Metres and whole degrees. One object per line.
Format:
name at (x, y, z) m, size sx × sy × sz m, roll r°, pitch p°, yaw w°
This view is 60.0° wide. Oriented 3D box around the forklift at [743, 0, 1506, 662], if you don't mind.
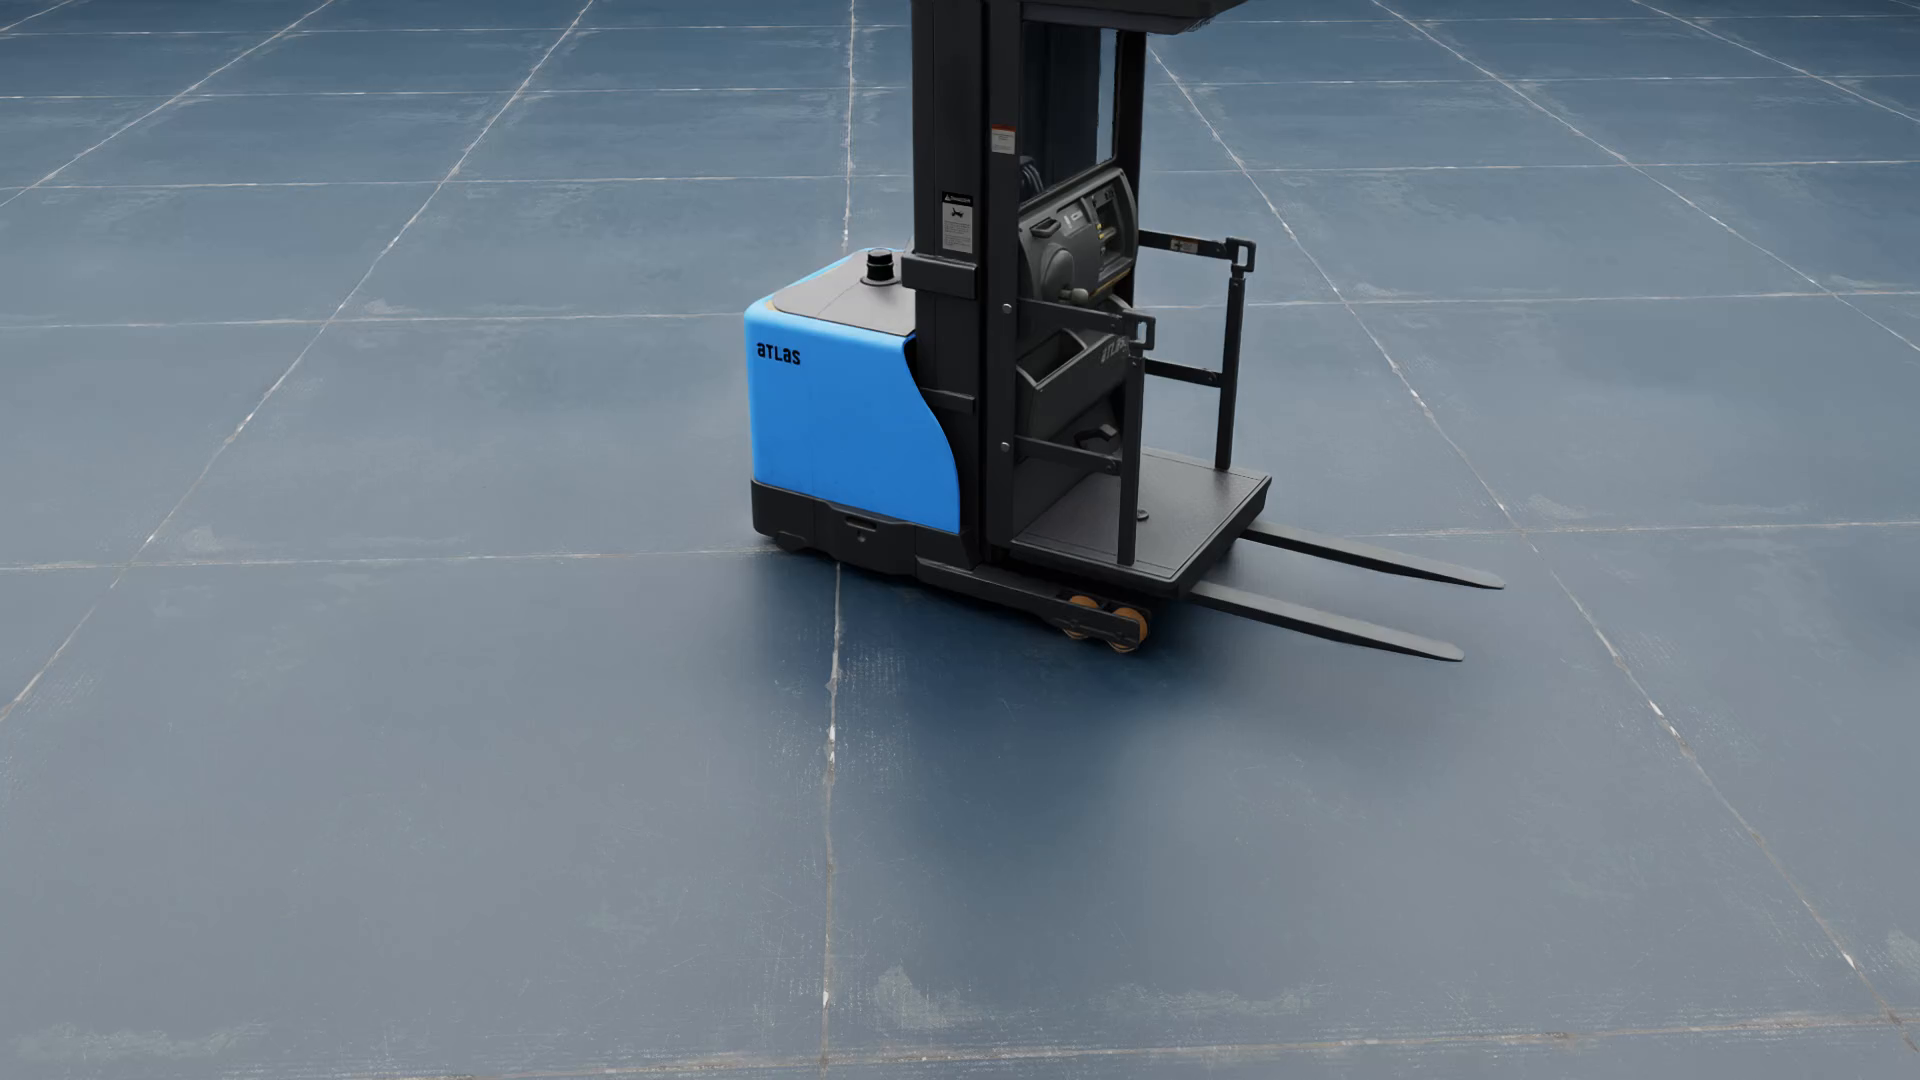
forklift at (0.639, -1.149, 6.284) m, size 3.031 × 2.935 × 1.130 m, roll 15°, pitch 31°, yaw 26°
